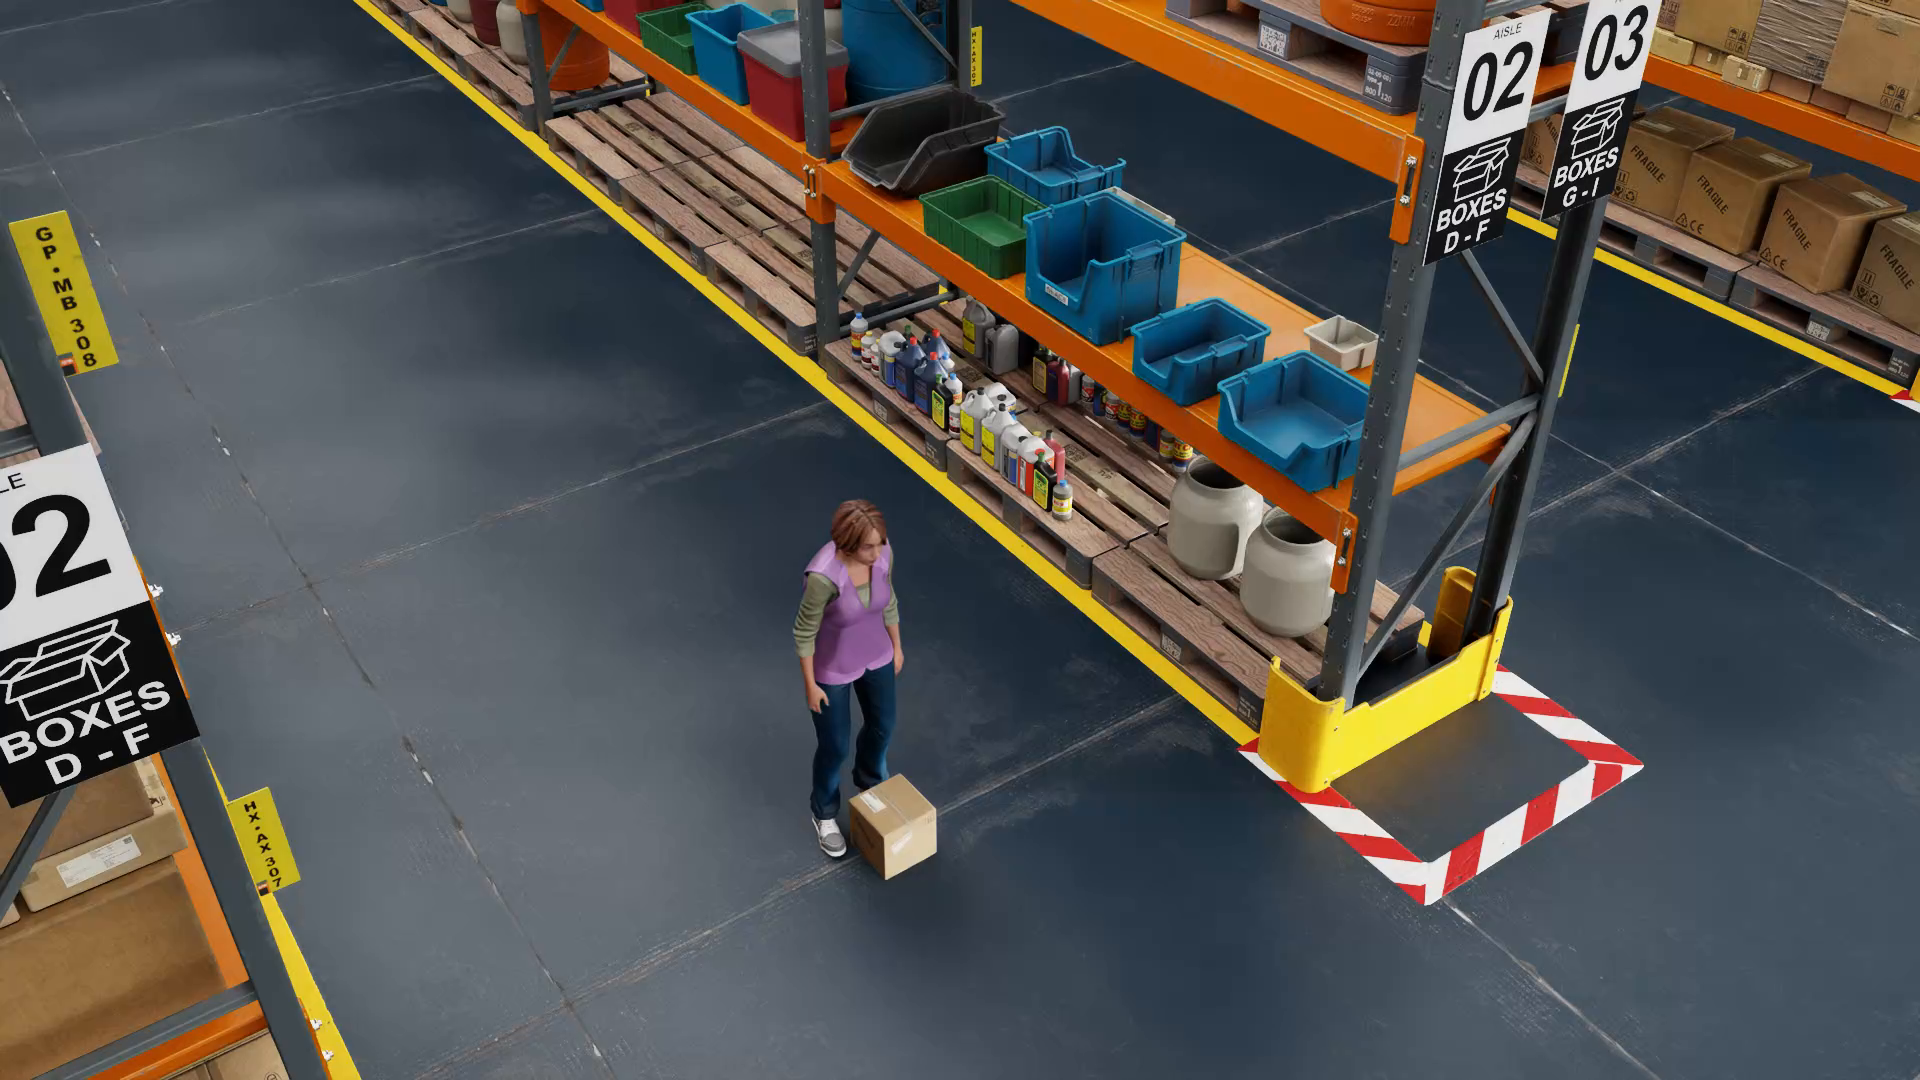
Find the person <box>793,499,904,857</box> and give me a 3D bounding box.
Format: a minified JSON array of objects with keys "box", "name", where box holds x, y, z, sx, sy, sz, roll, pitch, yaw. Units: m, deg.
[{"box":[-0.413,0.489,6.357,0.472,1.592,0.347,-25,44,-29],"name":"person"}]
